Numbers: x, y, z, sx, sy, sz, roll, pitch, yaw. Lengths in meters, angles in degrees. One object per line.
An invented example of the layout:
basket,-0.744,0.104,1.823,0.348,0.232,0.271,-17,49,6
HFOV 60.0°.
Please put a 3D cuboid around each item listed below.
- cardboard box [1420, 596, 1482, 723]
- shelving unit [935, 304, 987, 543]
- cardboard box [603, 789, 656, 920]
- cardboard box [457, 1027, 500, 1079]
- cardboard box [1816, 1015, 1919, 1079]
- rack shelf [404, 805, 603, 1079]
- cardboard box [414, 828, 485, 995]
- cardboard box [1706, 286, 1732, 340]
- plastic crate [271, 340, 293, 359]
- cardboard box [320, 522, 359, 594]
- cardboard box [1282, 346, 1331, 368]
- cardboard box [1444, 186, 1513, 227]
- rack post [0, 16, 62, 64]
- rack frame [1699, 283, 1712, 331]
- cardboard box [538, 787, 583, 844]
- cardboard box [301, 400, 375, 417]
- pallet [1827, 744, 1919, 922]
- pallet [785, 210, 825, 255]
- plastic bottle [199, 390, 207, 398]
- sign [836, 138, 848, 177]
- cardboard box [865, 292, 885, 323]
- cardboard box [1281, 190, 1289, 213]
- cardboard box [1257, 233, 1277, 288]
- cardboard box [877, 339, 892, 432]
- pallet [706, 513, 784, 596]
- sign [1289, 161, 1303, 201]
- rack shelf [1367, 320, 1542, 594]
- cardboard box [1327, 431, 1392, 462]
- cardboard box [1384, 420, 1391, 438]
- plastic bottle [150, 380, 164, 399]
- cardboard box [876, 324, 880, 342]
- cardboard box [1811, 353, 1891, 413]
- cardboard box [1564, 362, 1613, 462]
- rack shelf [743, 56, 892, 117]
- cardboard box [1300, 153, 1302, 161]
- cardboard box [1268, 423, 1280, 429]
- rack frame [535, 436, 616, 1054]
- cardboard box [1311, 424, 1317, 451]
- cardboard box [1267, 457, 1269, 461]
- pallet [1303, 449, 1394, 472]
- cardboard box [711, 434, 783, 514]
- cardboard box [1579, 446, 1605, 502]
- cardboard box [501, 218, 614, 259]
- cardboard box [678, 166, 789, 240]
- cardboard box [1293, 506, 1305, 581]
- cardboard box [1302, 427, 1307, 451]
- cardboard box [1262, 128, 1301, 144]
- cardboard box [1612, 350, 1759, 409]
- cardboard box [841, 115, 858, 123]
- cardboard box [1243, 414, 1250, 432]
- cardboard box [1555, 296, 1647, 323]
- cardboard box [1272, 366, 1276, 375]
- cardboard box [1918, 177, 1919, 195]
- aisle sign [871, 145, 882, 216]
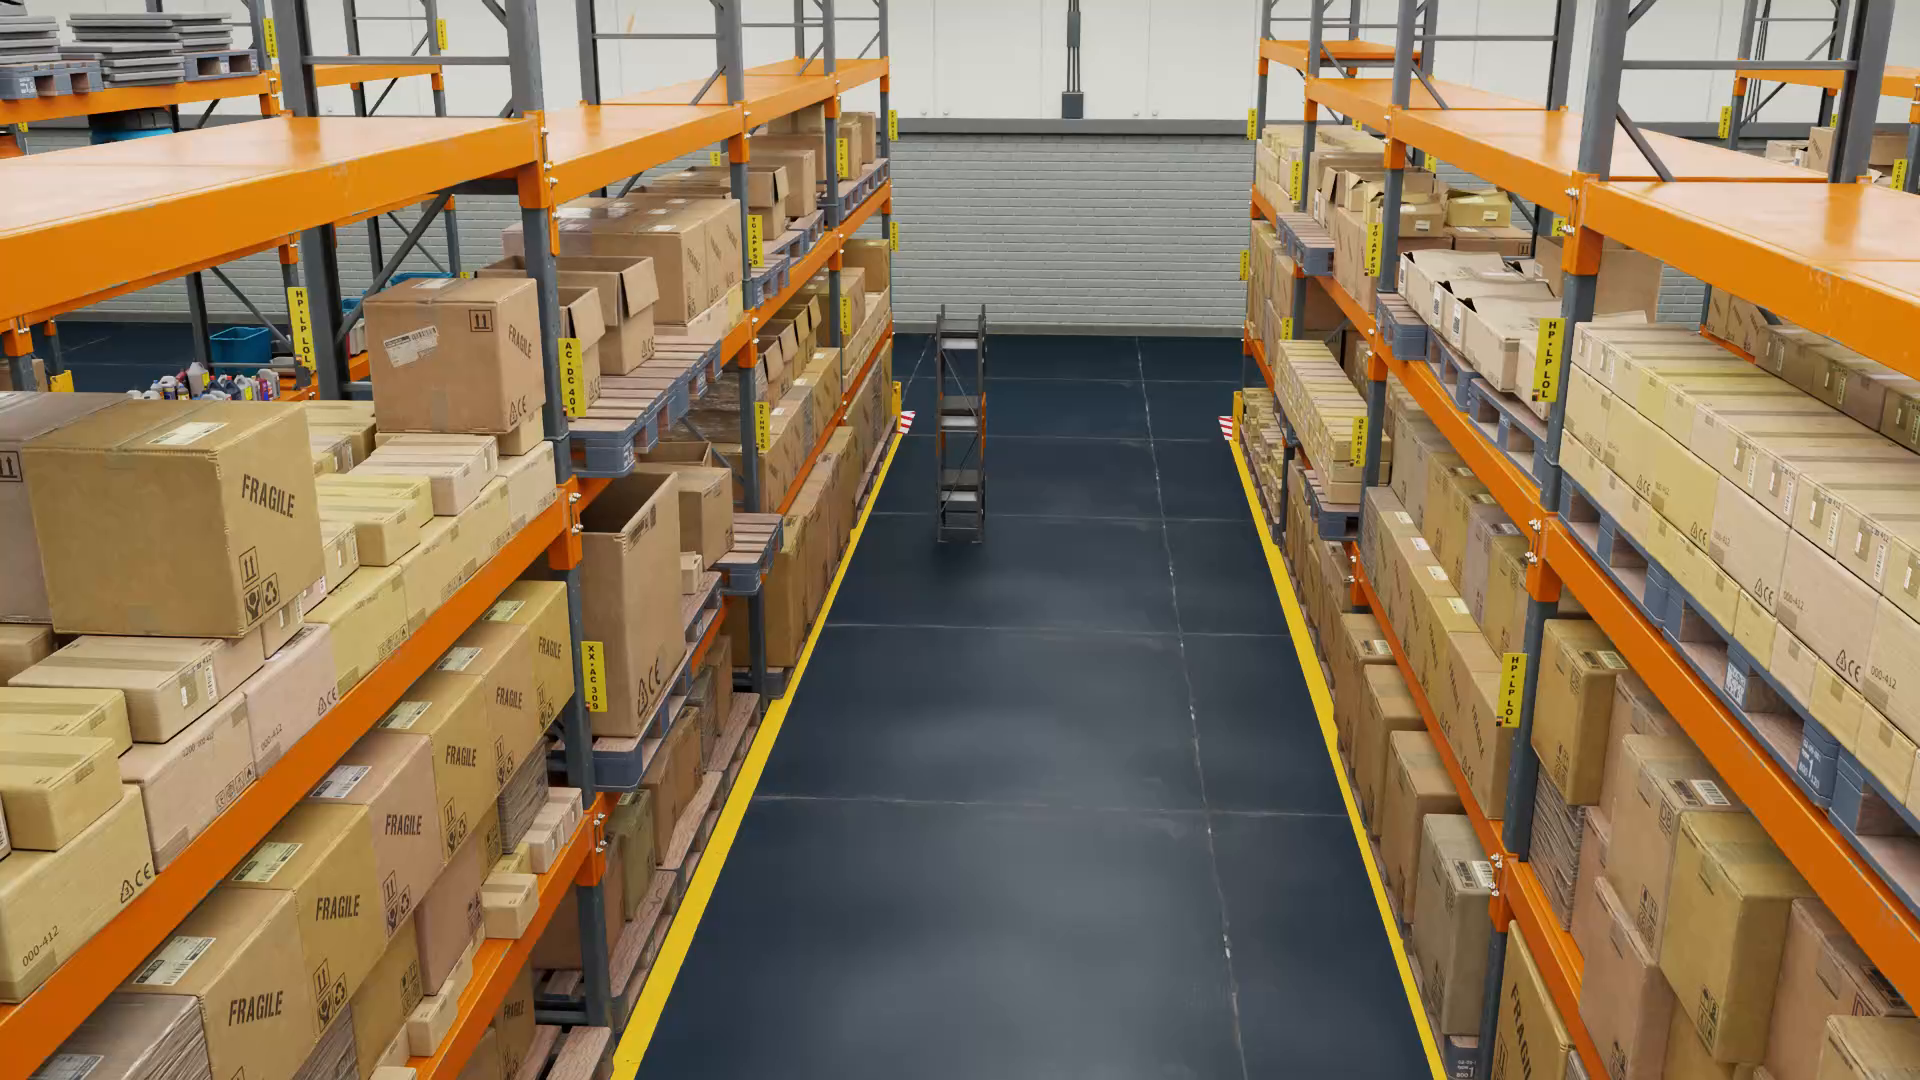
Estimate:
cardboard box,2.648,0.609,8.412,0.500,0.500,0.500,1,18,4
shelving unit,0.012,-1.049,15.080,0.431,2.100,0.503,1,18,4
cardboard box,-2.016,1.638,8.743,0.700,0.500,0.500,1,18,4
cardboard box,-2.237,2.286,6.795,0.500,0.500,0.500,7,20,21
cardboard box,2.531,1.509,3.851,0.875,0.550,0.550,1,18,4
rack shelf,-2.278,1.960,5.607,1.077,0.370,4.000,1,18,4
cardboard box,-2.235,1.258,5.954,0.875,0.500,0.500,1,18,4
cardboard box,8.289,-2.414,17.639,0.500,0.500,0.500,1,18,3
plastic crate,-6.689,-1.850,16.424,0.437,0.125,0.590,1,18,4
cardboard box,-2.067,0.052,5.058,0.380,0.149,0.250,1,18,2
cardboard box,2.878,-1.510,13.814,0.380,0.149,0.250,2,18,5
cardboard box,3.433,-2.220,11.000,0.396,0.266,0.258,1,18,4
rack post,-6.777,-3.397,11.287,0.954,0.300,0.937,1,18,4
rack frame,8.610,-2.509,18.090,1.000,3.000,0.127,1,18,4
cardboard box,-1.857,1.189,7.206,0.380,0.149,0.250,1,18,4
cardboard box,-2.466,-0.453,6.598,0.380,0.149,0.250,1,18,2
pallet,2.561,0.767,3.416,1.003,0.211,1.213,1,18,4
pallet,-1.578,-2.537,13.664,0.805,0.209,1.217,1,18,2
plastic bottle,-6.396,-1.135,14.102,0.097,0.271,0.097,0,18,0
sign,-1.020,-3.299,14.349,0.100,0.325,0.005,1,18,4
cardboard box,-1.082,-2.486,17.784,0.500,0.250,0.500,1,18,3
cardboard box,3.192,-3.013,15.052,0.500,0.250,0.500,1,18,4
cardboard box,3.279,-2.801,16.736,0.500,0.500,0.500,1,18,3
cardboard box,-1.241,-1.720,18.418,0.875,0.875,0.875,1,18,4
pallet,-1.793,0.069,10.529,1.213,0.211,1.003,1,18,4
sign,2.837,-3.027,14.022,0.100,0.325,0.005,1,18,4
rack shelf,2.948,-0.566,8.498,1.077,0.370,4.000,1,18,4
cardboard box,2.670,-0.629,11.125,0.380,0.149,0.250,1,18,2
cardboard box,3.438,-0.811,12.636,0.380,0.149,0.250,1,18,2
plastic bottle,-6.977,-1.253,14.463,0.097,0.271,0.097,0,18,0
cardboard box,-1.044,-2.176,17.476,0.380,0.149,0.250,1,18,3
cardboard box,3.060,-0.516,5.478,0.380,0.149,0.250,1,18,4
cardboard box,2.491,-0.458,5.942,0.500,0.250,0.500,1,18,4
rack shelf,-1.418,-4.428,16.109,1.077,0.370,4.000,1,18,4
cardboard box,3.128,-3.230,14.271,0.380,0.149,0.250,0,18,1
cardboard box,3.292,-1.071,16.650,0.380,0.149,0.250,1,18,4
rack frame,-2.135,0.997,7.391,1.000,3.000,0.127,1,18,4
cardboard box,2.725,-0.731,11.915,0.380,0.149,0.250,1,18,4
cardboard box,3.247,-0.843,16.431,0.380,0.149,0.250,0,18,1
pallet,3.193,-0.628,12.658,1.003,0.211,1.213,1,18,4
cardboard box,-1.542,-0.438,11.609,0.500,0.500,0.500,2,18,6
cardboard box,2.423,-0.228,5.881,0.380,0.149,0.250,1,18,4
cardboard box,-2.208,-1.502,9.236,0.500,0.500,0.500,1,18,2
cardboard box,-1.723,-2.555,12.571,0.797,0.503,0.637,1,18,3
cardboard box,3.025,0.030,13.680,0.500,0.500,0.500,2,18,6
cardboard box,2.766,-0.745,12.437,0.380,0.149,0.250,2,18,6
cardboard box,3.286,-4.112,16.963,0.380,0.149,0.250,1,18,4
cardboard box,2.404,-0.530,5.520,0.380,0.149,0.250,1,18,3
cardboard box,-1.419,-4.115,17.180,0.700,0.500,0.500,1,18,2
cardboard box,3.308,-1.277,18.235,0.380,0.149,0.250,2,18,5
cardboard box,3.151,-1.046,8.189,0.396,0.266,0.258,1,18,4
cardboard box,3.187,-1.649,15.869,0.380,0.149,0.250,1,18,2
cardboard box,8.575,-3.165,14.278,0.500,0.500,0.500,2,18,5
aisle sign,-0.970,-3.981,18.408,0.394,0.787,0.004,1,18,4
